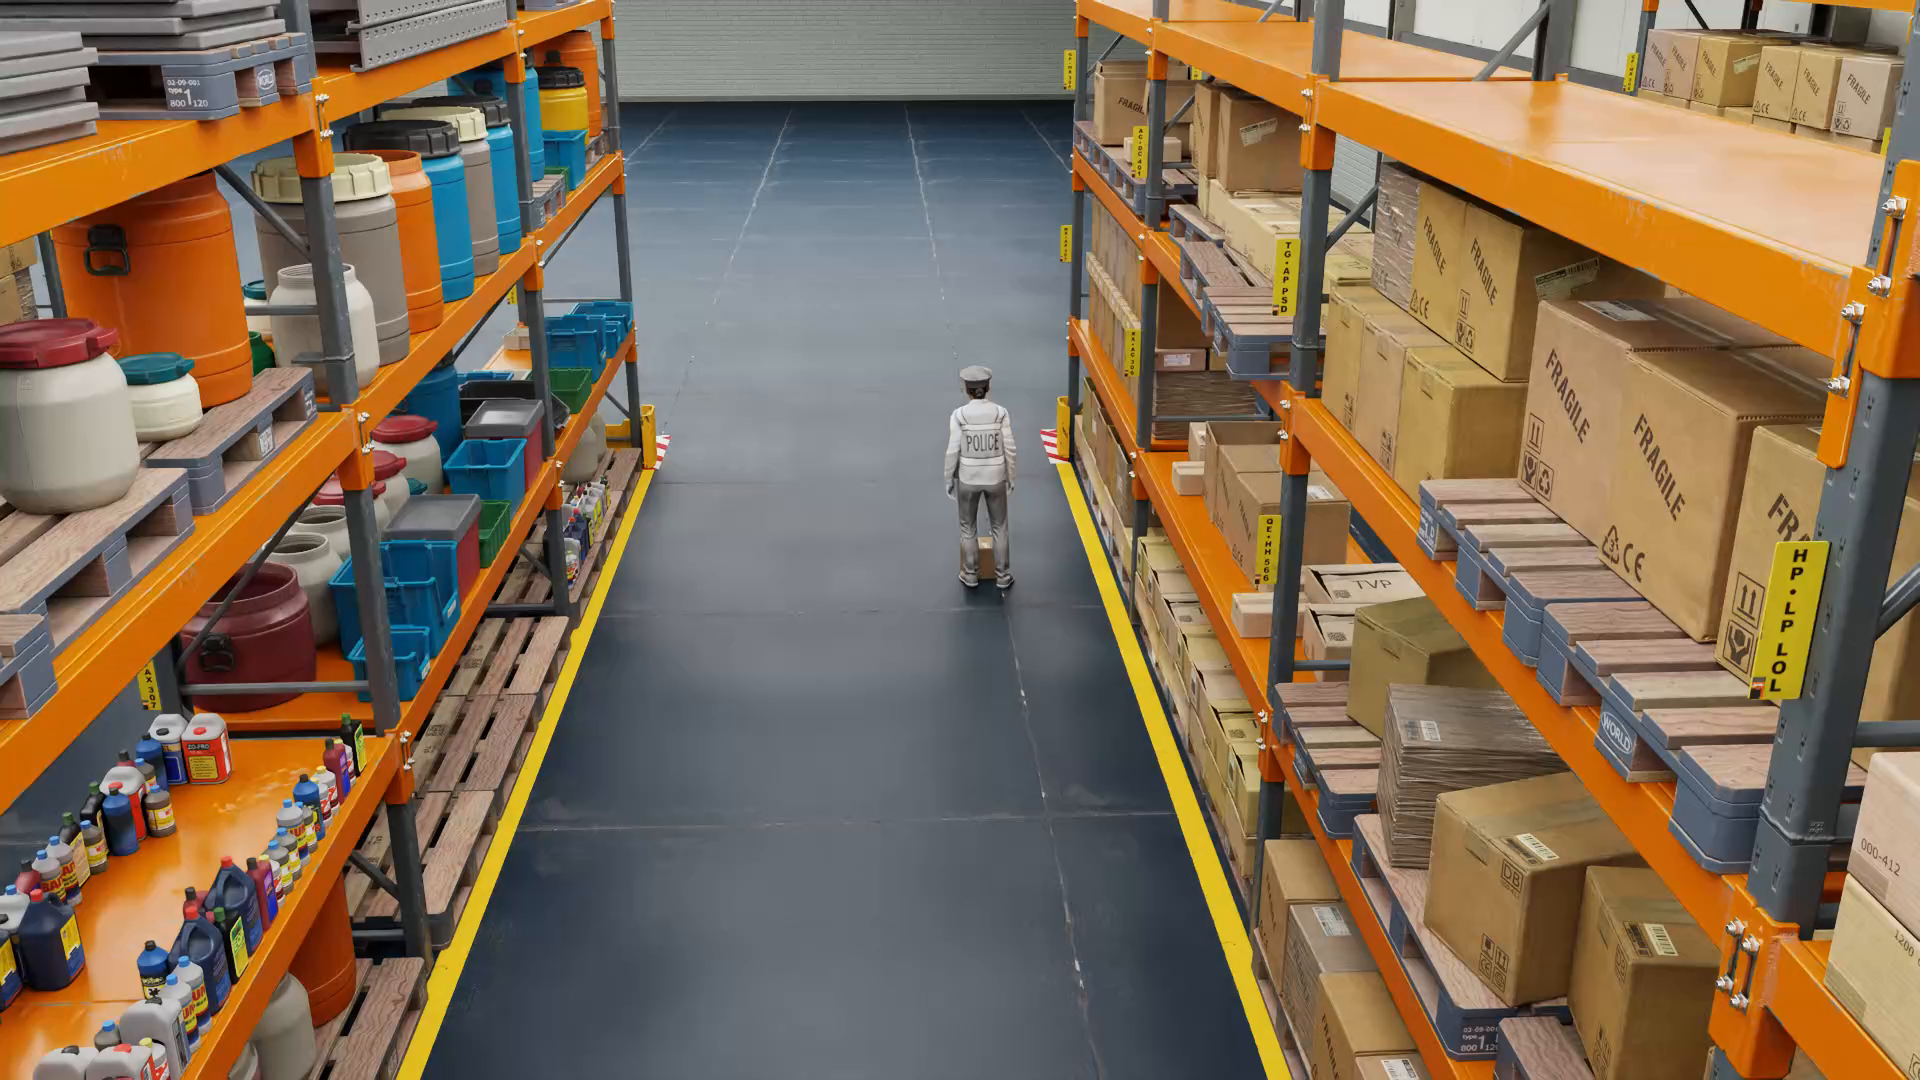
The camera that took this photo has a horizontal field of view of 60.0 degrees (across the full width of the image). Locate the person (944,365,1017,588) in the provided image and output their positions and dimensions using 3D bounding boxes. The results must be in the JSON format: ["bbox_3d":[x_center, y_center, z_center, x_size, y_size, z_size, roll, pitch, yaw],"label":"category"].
[{"bbox_3d":[0.150,-0.444,12.258,0.544,1.663,0.415,-2,21,-6],"label":"person"}]
